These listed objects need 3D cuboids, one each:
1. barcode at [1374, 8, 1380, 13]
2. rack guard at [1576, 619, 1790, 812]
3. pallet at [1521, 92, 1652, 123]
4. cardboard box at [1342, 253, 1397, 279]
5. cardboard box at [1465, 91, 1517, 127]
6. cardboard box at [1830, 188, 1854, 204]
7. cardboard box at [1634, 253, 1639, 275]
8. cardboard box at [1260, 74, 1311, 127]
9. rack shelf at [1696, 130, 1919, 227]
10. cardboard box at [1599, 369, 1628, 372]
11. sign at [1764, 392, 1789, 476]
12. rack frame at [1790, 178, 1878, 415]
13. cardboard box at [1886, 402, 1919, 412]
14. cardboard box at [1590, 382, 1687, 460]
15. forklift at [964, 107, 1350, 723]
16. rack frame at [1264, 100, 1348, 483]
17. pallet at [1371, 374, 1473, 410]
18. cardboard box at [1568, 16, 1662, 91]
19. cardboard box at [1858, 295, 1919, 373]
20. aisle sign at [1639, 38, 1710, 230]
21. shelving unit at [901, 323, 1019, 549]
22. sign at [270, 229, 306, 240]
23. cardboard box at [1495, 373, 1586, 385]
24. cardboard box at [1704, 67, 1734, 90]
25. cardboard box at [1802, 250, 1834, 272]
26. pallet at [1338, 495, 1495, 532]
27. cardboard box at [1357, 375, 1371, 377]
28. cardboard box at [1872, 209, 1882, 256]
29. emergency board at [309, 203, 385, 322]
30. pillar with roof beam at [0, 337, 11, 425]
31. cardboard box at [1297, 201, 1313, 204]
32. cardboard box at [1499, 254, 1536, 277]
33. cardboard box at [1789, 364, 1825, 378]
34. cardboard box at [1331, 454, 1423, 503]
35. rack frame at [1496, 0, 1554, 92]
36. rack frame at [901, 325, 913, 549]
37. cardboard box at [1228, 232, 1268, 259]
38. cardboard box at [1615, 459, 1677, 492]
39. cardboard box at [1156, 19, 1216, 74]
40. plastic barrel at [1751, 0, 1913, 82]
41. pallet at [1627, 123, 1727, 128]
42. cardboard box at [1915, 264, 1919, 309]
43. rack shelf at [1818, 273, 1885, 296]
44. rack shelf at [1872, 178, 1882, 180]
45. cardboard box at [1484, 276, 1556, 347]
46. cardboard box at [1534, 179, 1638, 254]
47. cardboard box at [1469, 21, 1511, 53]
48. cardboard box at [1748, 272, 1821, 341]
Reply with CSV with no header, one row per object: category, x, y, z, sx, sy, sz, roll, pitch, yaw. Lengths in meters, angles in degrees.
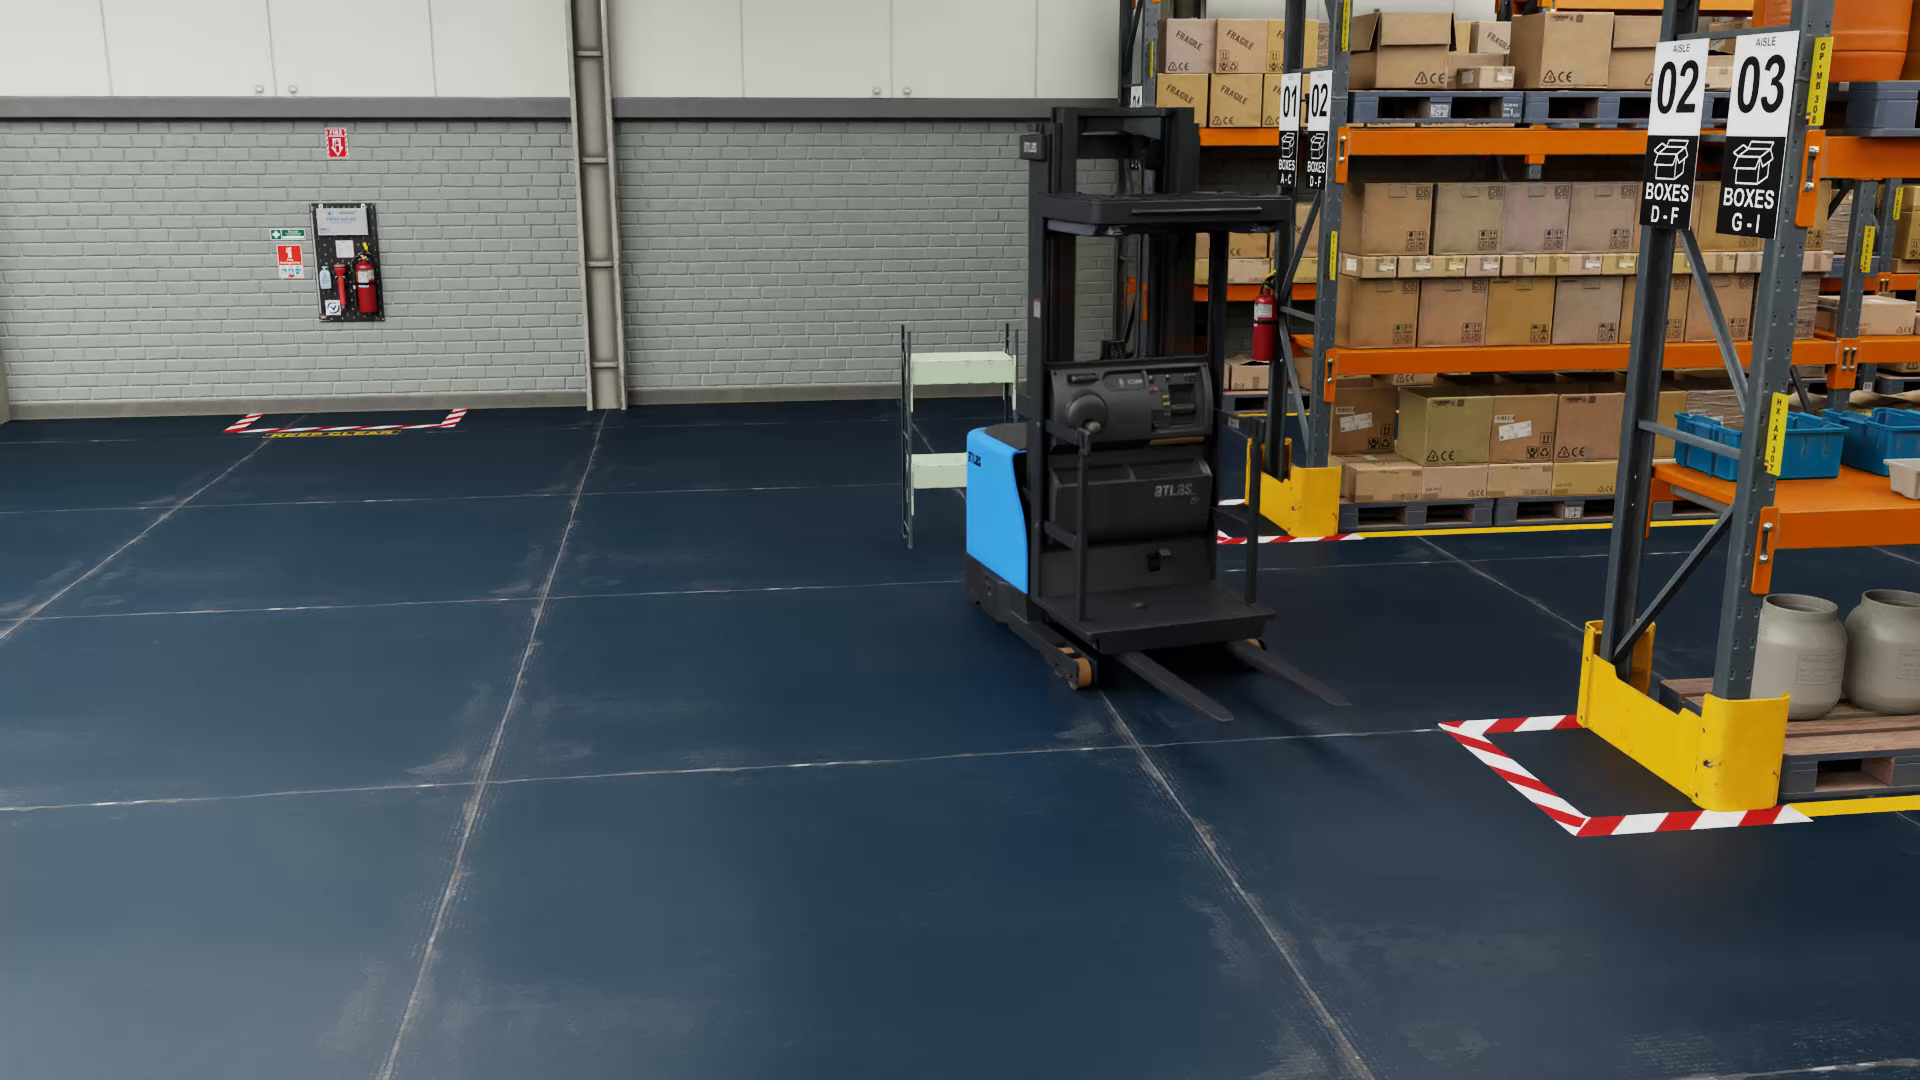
barcode,4.247,-5.382,16.946,0.075,0.075,0.001,-2,14,-8
rack guard,3.274,0.773,7.610,0.348,0.500,1.175,-2,14,-8
pallet,4.384,-3.093,11.904,1.213,0.211,1.003,-2,14,-8
cardboard box,2.892,-1.942,11.761,0.250,0.149,0.380,-2,14,-9
cardboard box,5.220,-4.388,16.640,0.500,0.500,0.500,-2,14,-7
cardboard box,9.304,-3.655,17.685,0.250,0.149,0.380,-4,15,-16
cardboard box,4.934,-2.018,12.062,0.250,0.149,0.380,-2,14,-7
cardboard box,3.147,-4.304,16.303,0.500,0.500,0.500,-1,14,-6
rack shelf,5.184,-1.603,7.262,4.000,0.370,1.077,-2,14,-8
cardboard box,6.914,-2.015,17.826,0.500,0.500,0.700,-2,14,-9
sign,3.284,-0.427,6.688,0.005,0.325,0.100,-2,14,-8
rack frame,6.427,-1.762,12.579,0.127,3.000,1.000,-2,14,-8
cardboard box,7.369,-0.875,12.683,0.500,0.311,0.500,-2,14,-9
cardboard box,5.011,-0.892,12.358,0.500,0.500,0.500,-2,14,-8
forklift,0.998,-0.758,8.718,1.130,2.935,3.031,-5,15,-19
rack frame,2.472,-1.617,12.001,0.127,3.000,1.000,-2,14,-8
pallet,5.027,-1.568,17.538,1.213,0.211,1.003,-2,14,-8
cardboard box,4.780,-3.509,12.017,0.637,0.503,0.797,-1,14,-2
cardboard box,10.388,-2.254,18.099,0.750,0.750,0.750,-2,14,-9
aisle sign,3.091,-1.755,7.208,0.004,0.787,0.394,-2,14,-8
shelving unit,-0.007,-0.727,11.538,0.755,1.500,0.431,-2,14,-8
sign,-6.645,-3.021,16.438,0.331,0.109,0.001,-2,14,-8
cardboard box,4.439,-0.999,12.786,0.500,0.500,0.500,-2,14,-8
cardboard box,5.275,-3.257,11.741,0.250,0.149,0.380,-2,14,-8
cardboard box,6.190,-2.063,12.244,0.250,0.149,0.380,-2,14,-8
pallet,3.222,-0.302,12.491,1.213,0.211,1.003,-2,14,-8
cardboard box,4.101,-1.730,17.412,0.250,0.149,0.380,-3,14,-13
cardboard box,10.069,-3.381,18.179,0.500,0.500,0.500,-2,14,-8
emergency board,-6.089,-2.744,16.495,0.643,1.169,0.194,-2,14,-8
pillar with roof beam,-8.931,-4.481,11.090,0.400,9.000,9.100,-2,14,-8
cardboard box,3.672,-3.231,17.164,0.500,0.500,0.500,-2,14,-8
cardboard box,3.913,-1.980,11.911,0.250,0.149,0.380,-3,14,-10
cardboard box,8.937,-2.060,18.005,0.500,0.500,0.700,-2,14,-8
cardboard box,3.035,-0.452,12.149,0.500,0.250,0.500,-2,14,-8
rack frame,5.686,-5.863,16.600,0.127,3.000,1.000,-2,14,-8
rack frame,-0.369,-0.714,11.486,0.023,1.500,0.400,-2,14,-8
cardboard box,2.737,-3.069,16.519,0.500,0.500,0.500,-2,14,-8
cardboard box,5.013,-0.525,12.437,0.500,0.250,0.500,-2,14,-8
cardboard box,2.147,-4.762,16.074,0.500,0.500,0.500,-3,14,-12
plastic barrel,3.668,-2.340,6.974,0.708,0.830,0.600,-2,14,-8
pallet,7.337,-4.352,17.128,1.003,0.211,1.213,-2,14,-8
cardboard box,7.710,-1.853,12.739,0.500,0.500,0.500,-1,14,-4
rack shelf,7.663,-2.676,17.707,4.000,0.370,1.077,-2,14,-8
rack shelf,8.405,-2.940,12.591,4.000,0.370,1.077,-2,14,-8
cardboard box,3.946,-1.716,12.191,0.500,0.500,0.700,-2,14,-8
cardboard box,4.501,-2.367,12.122,0.500,0.500,0.700,-2,14,-8
cardboard box,5.231,-4.868,16.497,0.500,0.500,0.500,-3,14,-13
cardboard box,5.989,-1.792,12.497,0.500,0.500,0.700,-2,14,-10
